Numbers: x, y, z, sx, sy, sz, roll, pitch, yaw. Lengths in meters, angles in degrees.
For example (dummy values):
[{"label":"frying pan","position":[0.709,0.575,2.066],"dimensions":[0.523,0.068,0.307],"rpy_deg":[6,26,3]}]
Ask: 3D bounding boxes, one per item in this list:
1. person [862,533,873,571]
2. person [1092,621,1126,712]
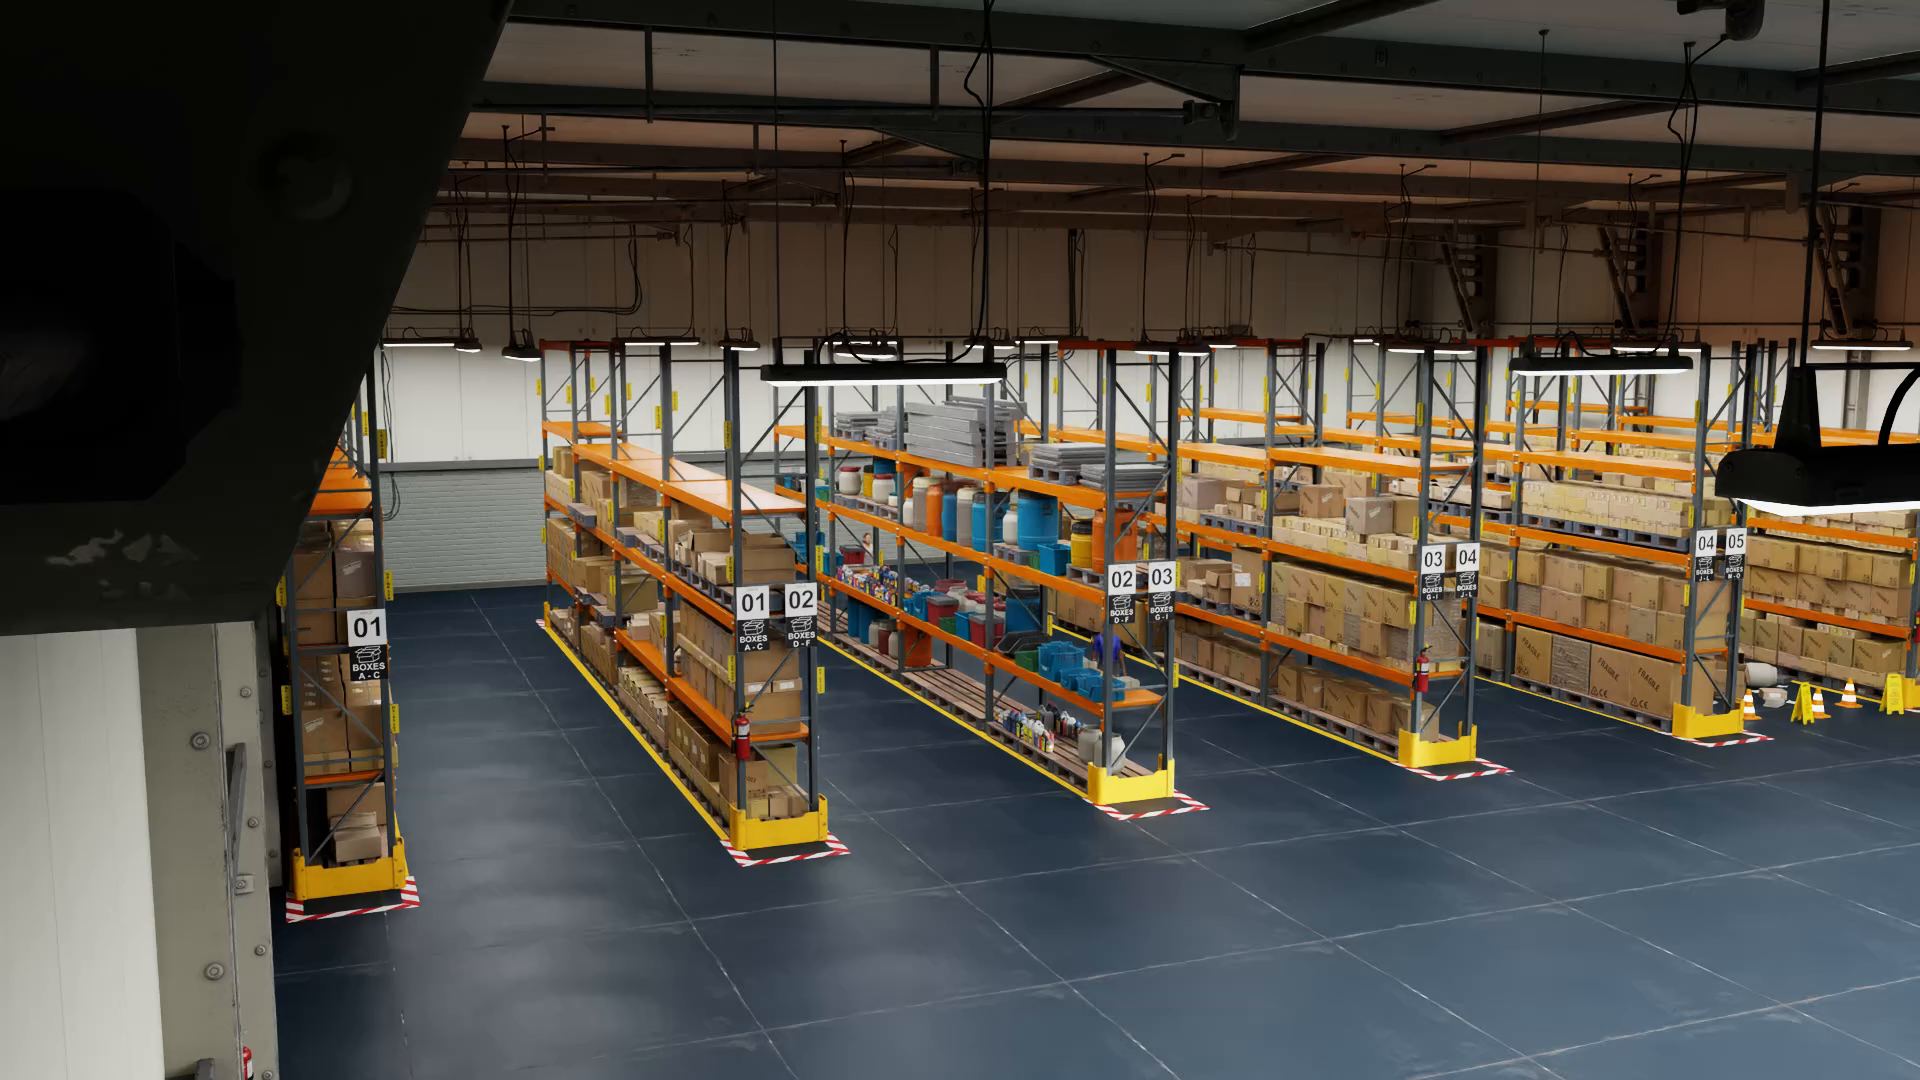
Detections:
[{"label":"person","position":[-2.085,0.635,37.596],"dimensions":[0.493,1.612,1.082],"rpy_deg":[-3,8,-24]},{"label":"person","position":[2.361,1.949,26.202],"dimensions":[0.480,1.442,0.926],"rpy_deg":[-3,8,-21]}]
